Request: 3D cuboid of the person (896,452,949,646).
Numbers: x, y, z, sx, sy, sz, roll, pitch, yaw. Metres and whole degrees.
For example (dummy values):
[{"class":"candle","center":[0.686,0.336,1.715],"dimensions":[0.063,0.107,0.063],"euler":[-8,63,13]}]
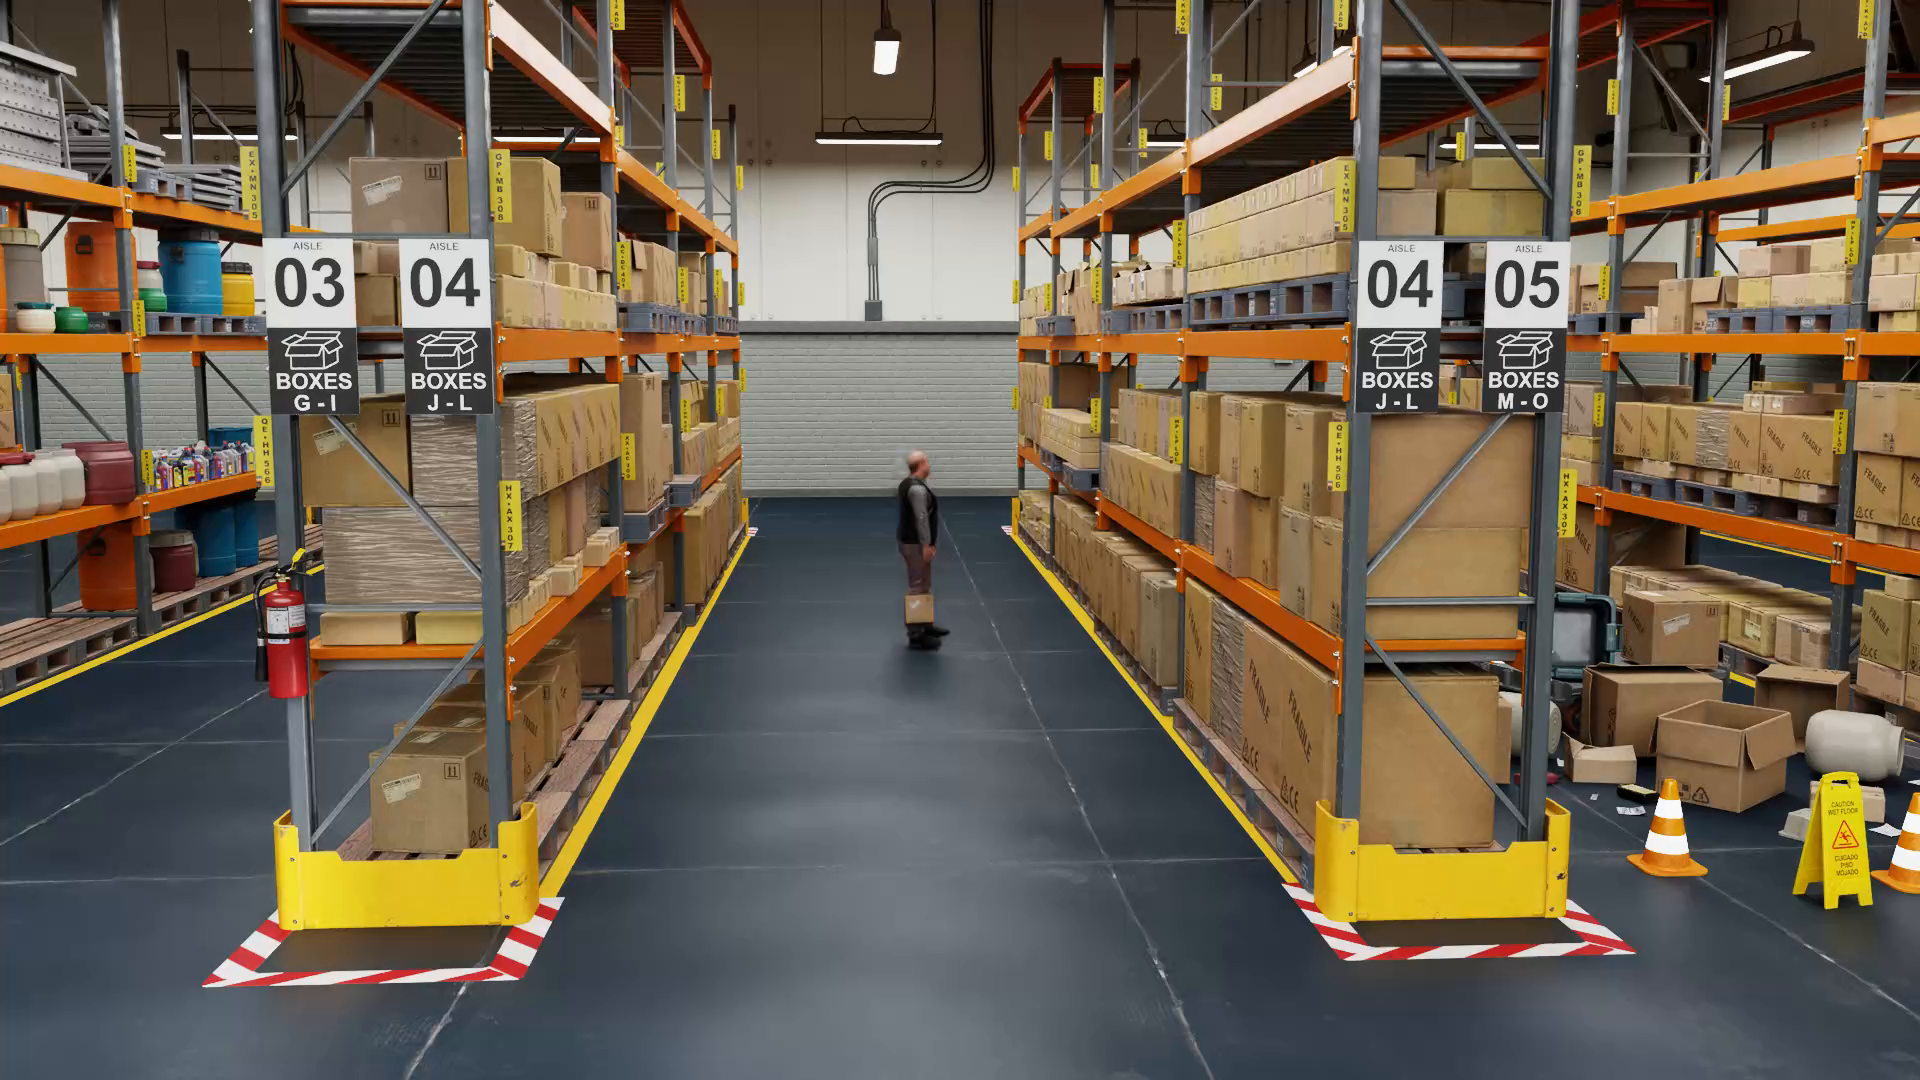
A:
[{"class":"person","center":[-0.324,0.066,15.095],"dimensions":[0.483,1.734,0.565],"euler":[-1,7,-11]}]
